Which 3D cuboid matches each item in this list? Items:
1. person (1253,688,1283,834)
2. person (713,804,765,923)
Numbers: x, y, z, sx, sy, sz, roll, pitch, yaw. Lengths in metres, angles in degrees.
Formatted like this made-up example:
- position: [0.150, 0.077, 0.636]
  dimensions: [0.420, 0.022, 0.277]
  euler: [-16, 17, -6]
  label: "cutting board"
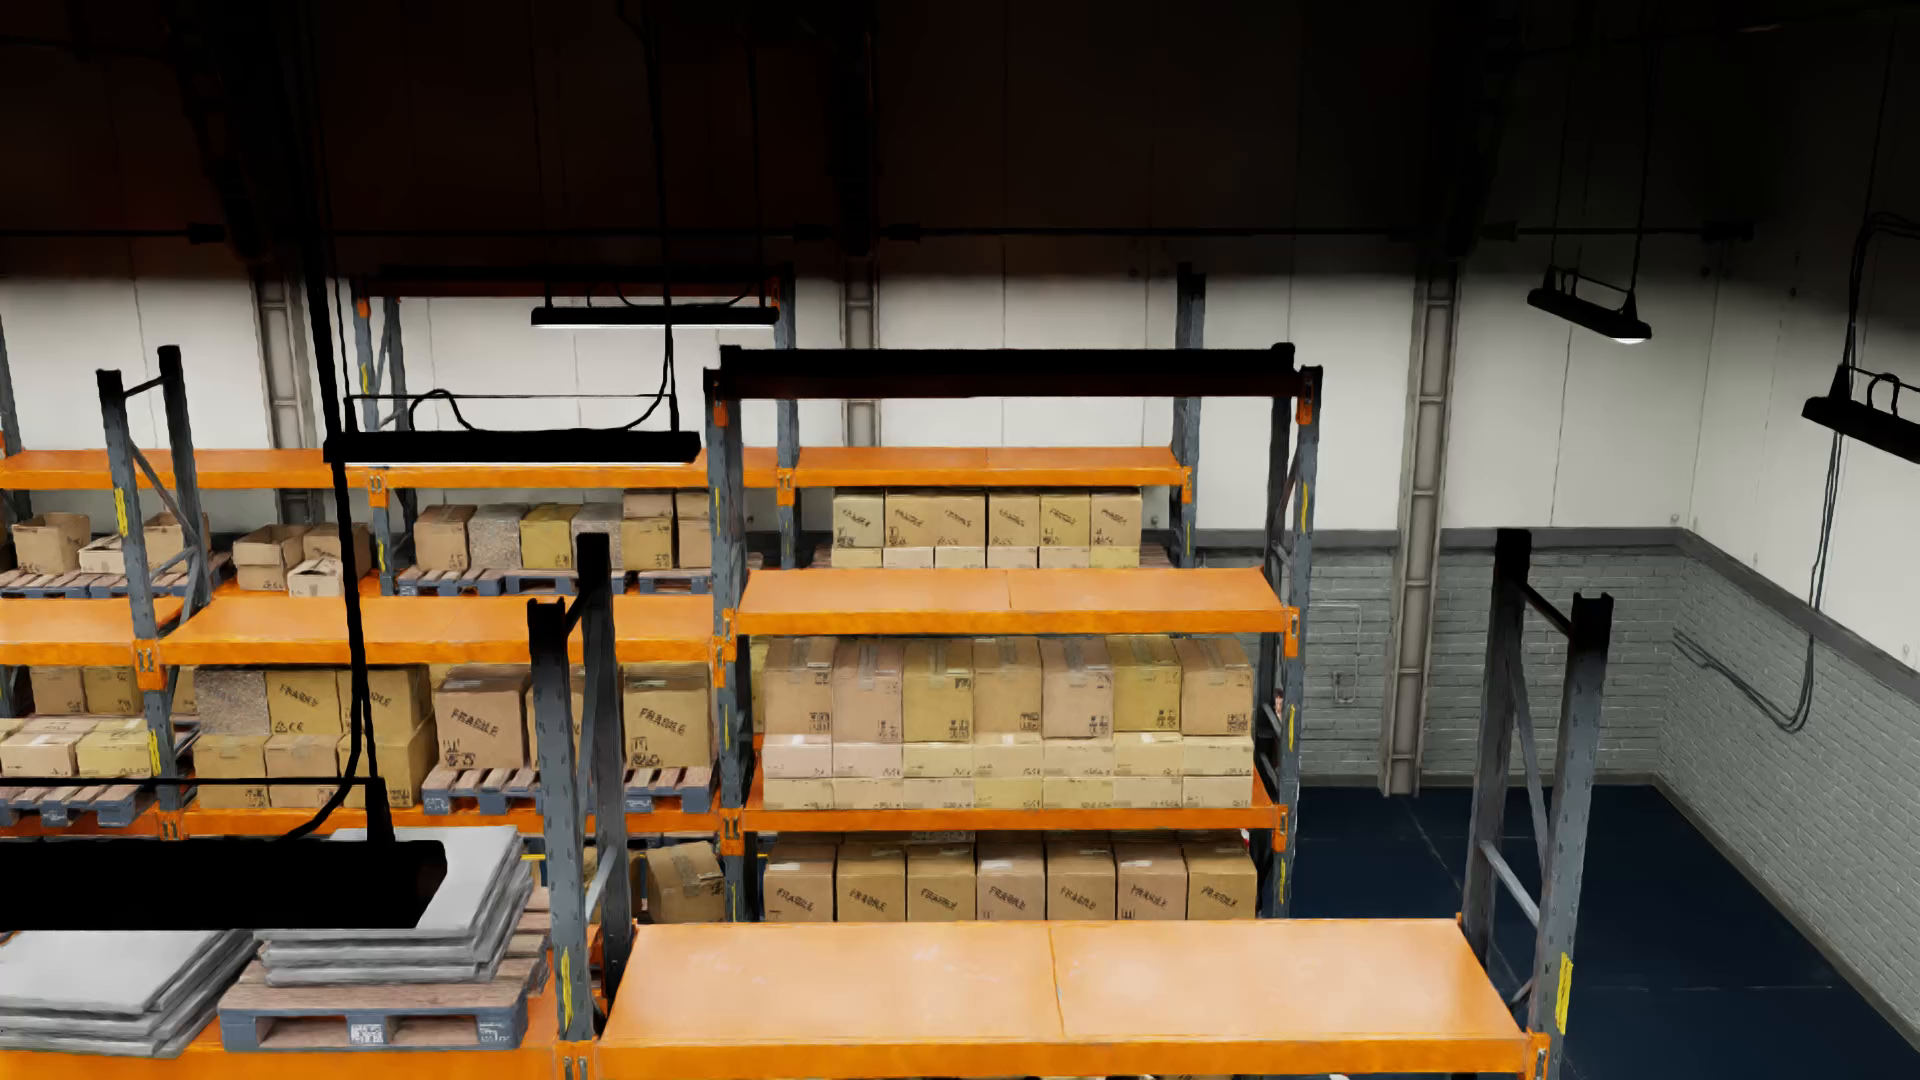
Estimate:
- position: [3.287, 2.350, 17.557]
  dimensions: [0.489, 1.660, 0.507]
  euler: [11, 20, 34]
  label: "person"
- position: [-2.148, 2.943, 15.679]
  dimensions: [0.947, 1.539, 0.432]
  euler: [-1, 16, -2]
  label: "person"
